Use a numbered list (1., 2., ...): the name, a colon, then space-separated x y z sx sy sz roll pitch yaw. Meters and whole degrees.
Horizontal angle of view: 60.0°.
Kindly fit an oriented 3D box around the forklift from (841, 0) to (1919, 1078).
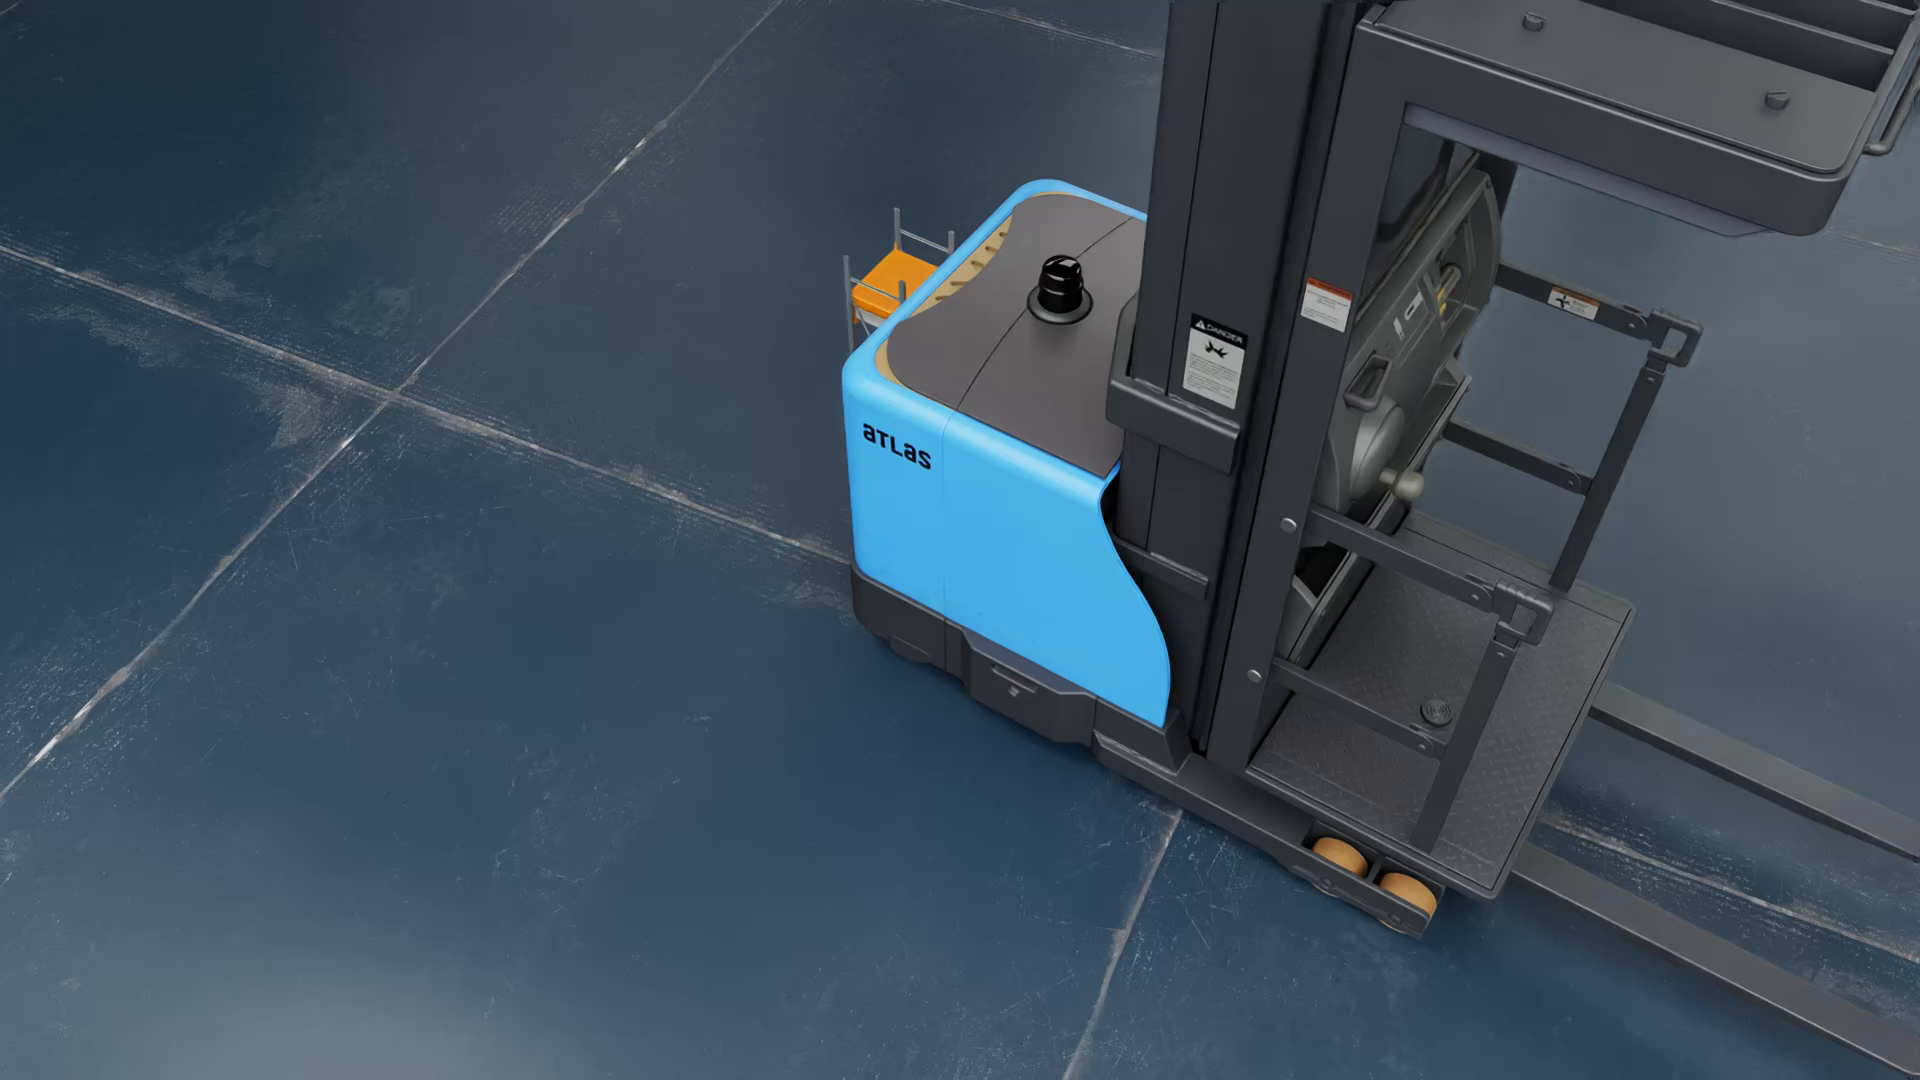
1. forklift: 1.195 -0.386 3.654 3.031 2.935 1.130 26 55 21

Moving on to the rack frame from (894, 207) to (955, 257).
1. rack frame: -0.099 -0.549 5.028 0.200 1.050 0.008 26 55 21

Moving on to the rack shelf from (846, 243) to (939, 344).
1. rack shelf: -0.166 -0.648 4.754 0.215 0.259 0.240 26 55 21

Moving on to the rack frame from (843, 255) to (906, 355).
1. rack frame: -0.232 -0.394 4.895 0.200 1.050 0.008 26 55 21

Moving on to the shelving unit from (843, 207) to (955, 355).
1. shelving unit: -0.166 -0.471 4.962 0.215 1.050 0.252 26 55 21
